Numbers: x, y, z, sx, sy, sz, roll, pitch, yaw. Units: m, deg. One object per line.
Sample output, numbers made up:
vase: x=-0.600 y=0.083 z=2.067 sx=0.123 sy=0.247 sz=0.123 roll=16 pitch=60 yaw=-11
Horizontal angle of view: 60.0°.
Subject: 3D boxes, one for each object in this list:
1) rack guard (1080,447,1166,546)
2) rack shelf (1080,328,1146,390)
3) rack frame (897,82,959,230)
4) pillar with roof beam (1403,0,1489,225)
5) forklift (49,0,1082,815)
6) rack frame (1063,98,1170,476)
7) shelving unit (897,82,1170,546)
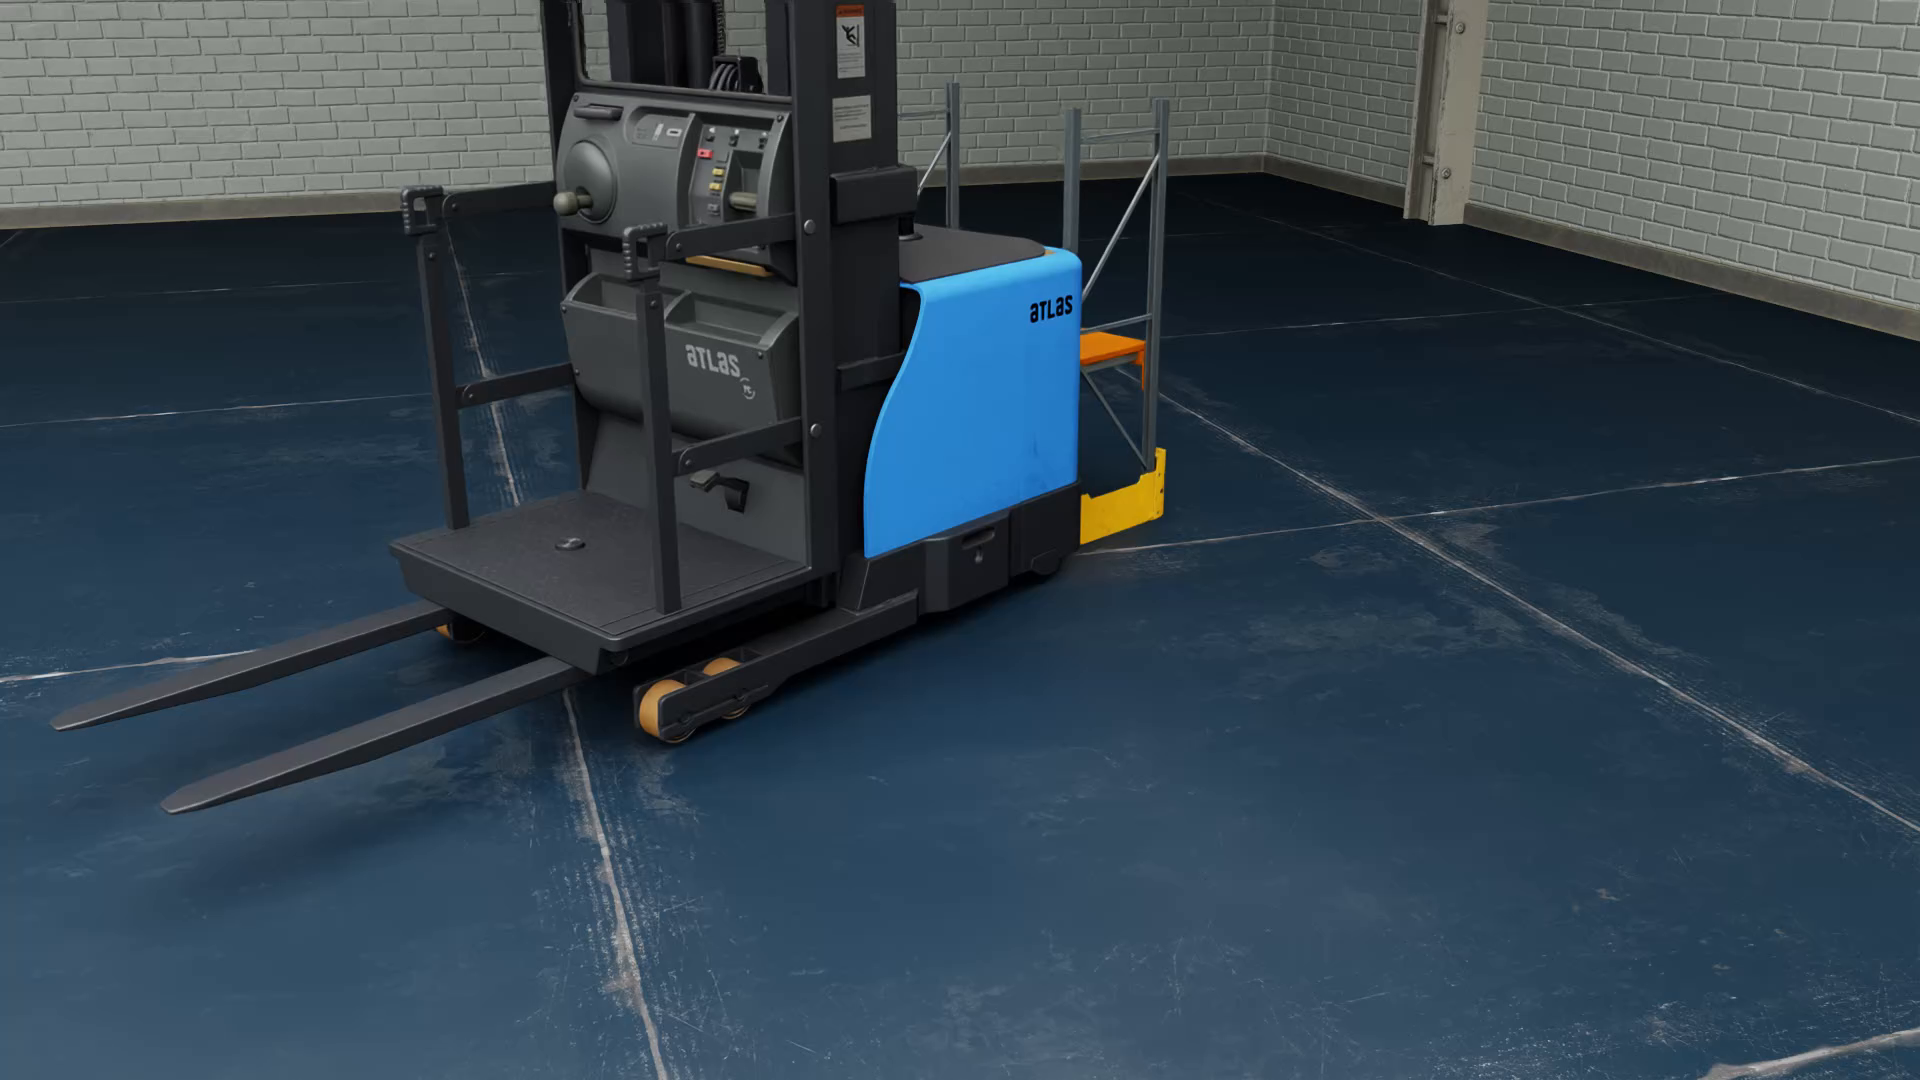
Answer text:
rack guard: x=0.526 y=-0.151 z=5.967 sx=0.587 sy=0.250 sz=0.087 roll=-19 pitch=27 yaw=-42
rack shelf: x=0.168 y=-0.691 z=6.155 sx=0.538 sy=0.185 sz=1.000 roll=-19 pitch=27 yaw=-42
rack frame: x=-0.190 y=-0.982 z=6.433 sx=0.500 sy=1.500 sz=0.032 roll=-19 pitch=27 yaw=-42
pillar with roof beam: x=-0.457 y=-6.223 z=9.929 sx=9.100 sy=9.000 sz=0.400 roll=-6 pitch=21 yaw=-17
forklift: x=-0.950 y=-1.033 z=4.457 sx=1.130 sy=2.935 sz=3.031 roll=17 pitch=26 yaw=39
rack frame: x=0.527 y=-0.739 z=5.755 sx=0.500 sy=1.500 sz=0.032 roll=-19 pitch=27 yaw=-42
shelving unit: x=0.175 y=-0.858 z=6.088 sx=0.587 sy=1.500 sz=1.083 roll=-19 pitch=27 yaw=-42
